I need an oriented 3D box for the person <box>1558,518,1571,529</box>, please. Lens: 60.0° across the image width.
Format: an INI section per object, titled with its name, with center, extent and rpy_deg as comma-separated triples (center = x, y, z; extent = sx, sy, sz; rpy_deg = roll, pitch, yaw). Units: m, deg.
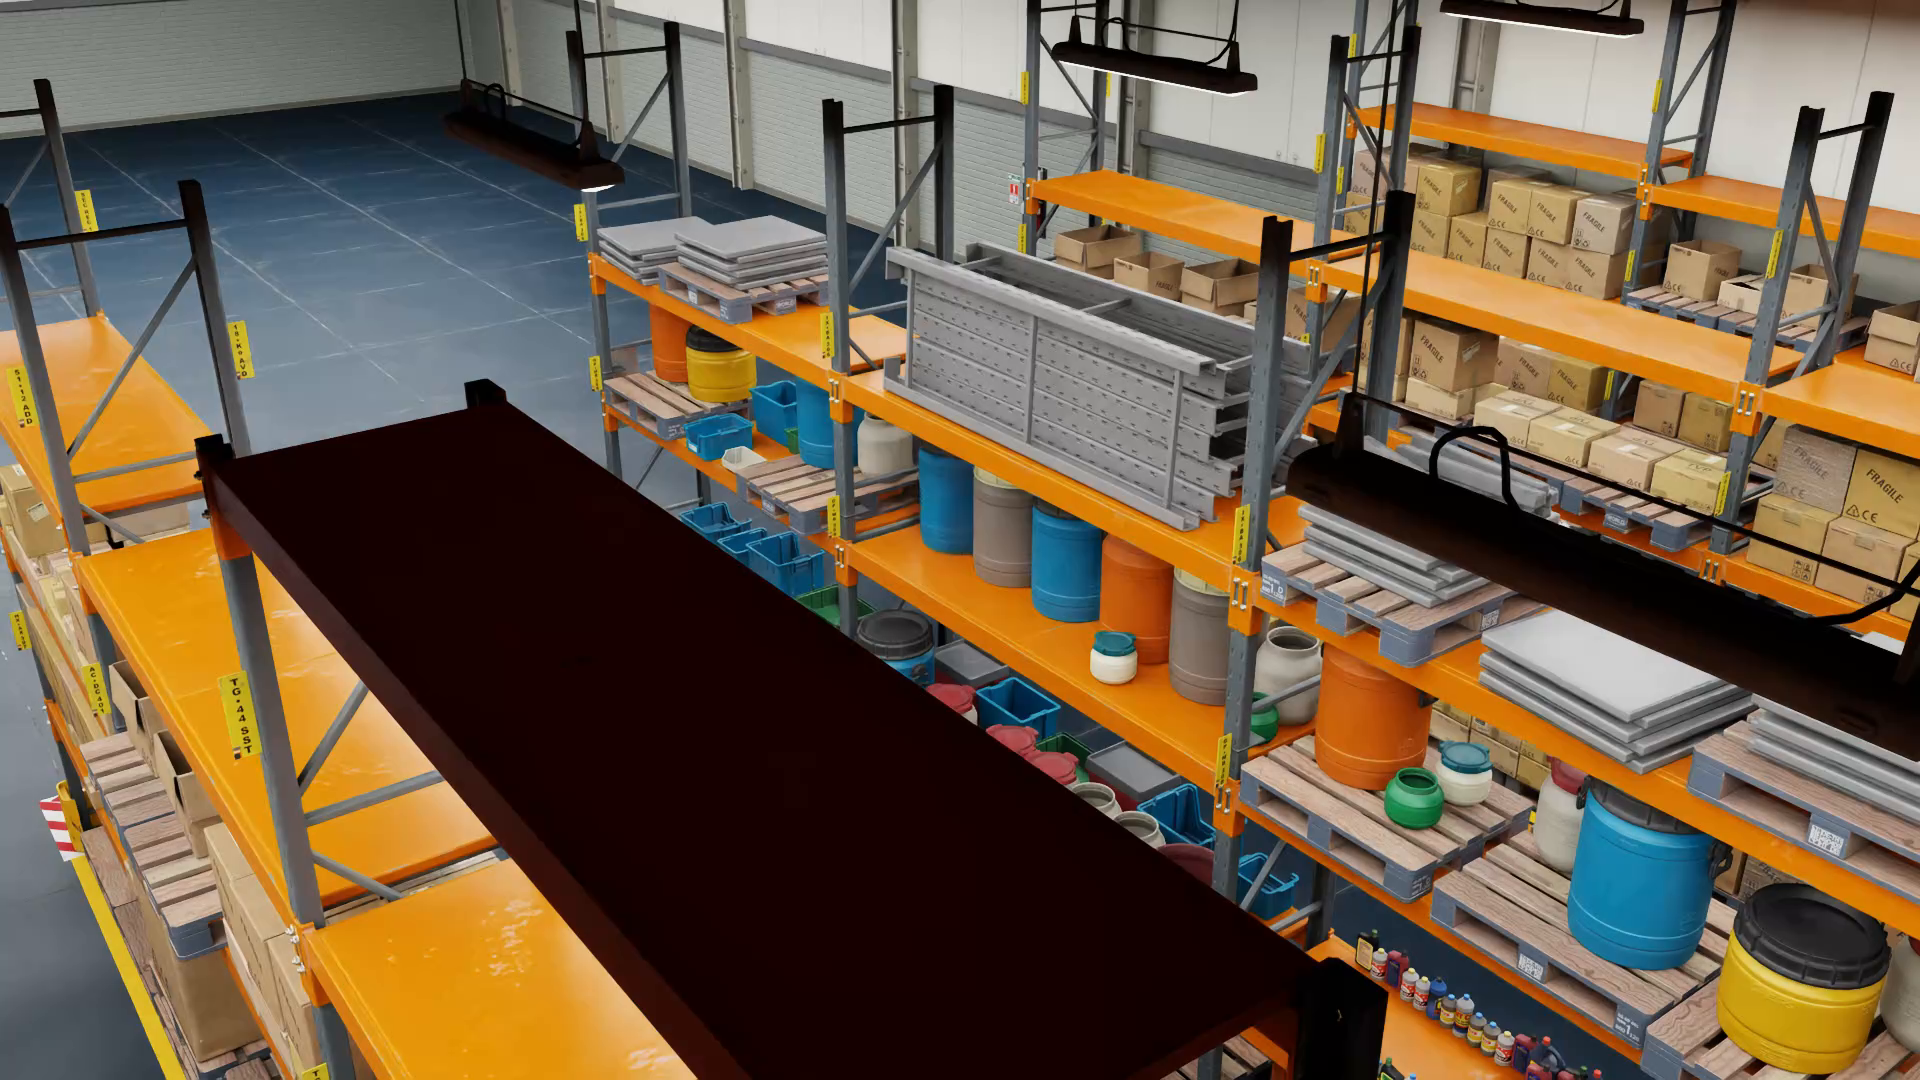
[person]
center = 5.433, 0.406, 16.048
extent = 0.731, 1.808, 0.593
rpy_deg = 21, 32, 37
